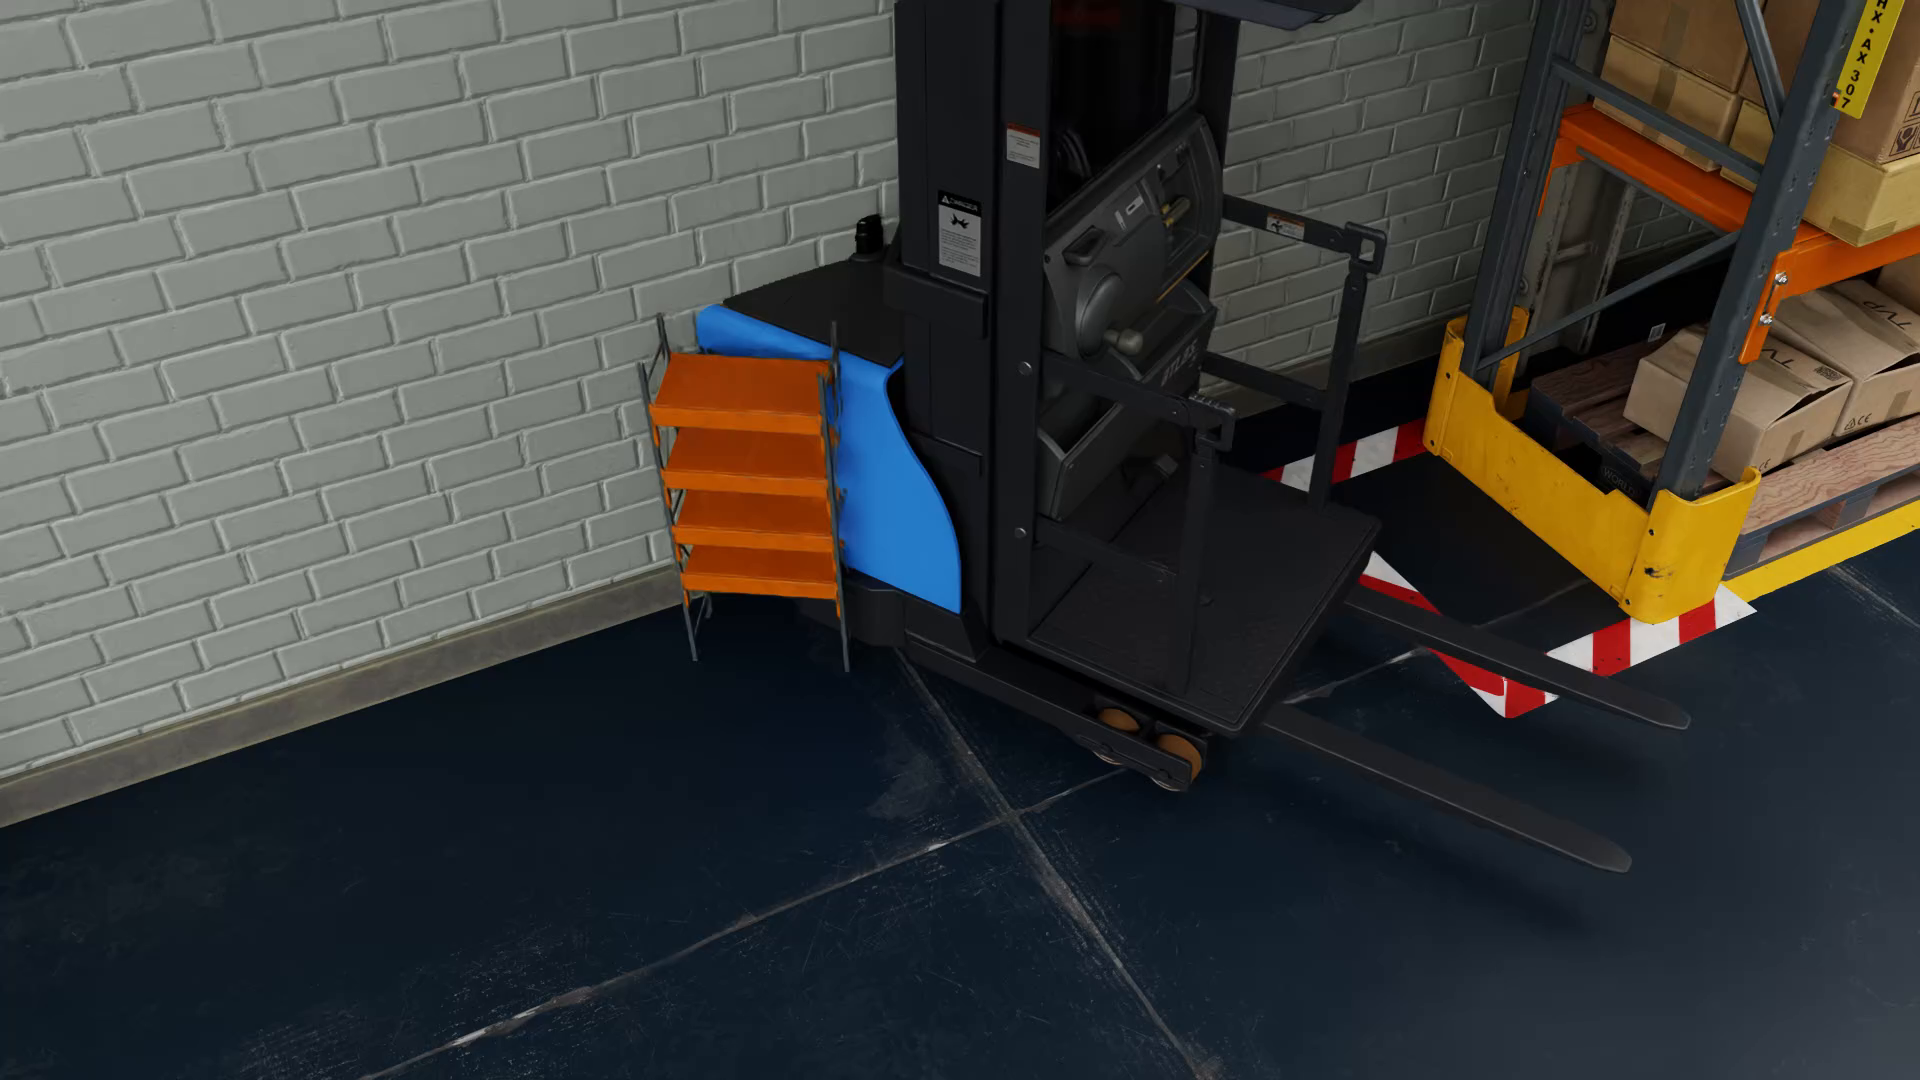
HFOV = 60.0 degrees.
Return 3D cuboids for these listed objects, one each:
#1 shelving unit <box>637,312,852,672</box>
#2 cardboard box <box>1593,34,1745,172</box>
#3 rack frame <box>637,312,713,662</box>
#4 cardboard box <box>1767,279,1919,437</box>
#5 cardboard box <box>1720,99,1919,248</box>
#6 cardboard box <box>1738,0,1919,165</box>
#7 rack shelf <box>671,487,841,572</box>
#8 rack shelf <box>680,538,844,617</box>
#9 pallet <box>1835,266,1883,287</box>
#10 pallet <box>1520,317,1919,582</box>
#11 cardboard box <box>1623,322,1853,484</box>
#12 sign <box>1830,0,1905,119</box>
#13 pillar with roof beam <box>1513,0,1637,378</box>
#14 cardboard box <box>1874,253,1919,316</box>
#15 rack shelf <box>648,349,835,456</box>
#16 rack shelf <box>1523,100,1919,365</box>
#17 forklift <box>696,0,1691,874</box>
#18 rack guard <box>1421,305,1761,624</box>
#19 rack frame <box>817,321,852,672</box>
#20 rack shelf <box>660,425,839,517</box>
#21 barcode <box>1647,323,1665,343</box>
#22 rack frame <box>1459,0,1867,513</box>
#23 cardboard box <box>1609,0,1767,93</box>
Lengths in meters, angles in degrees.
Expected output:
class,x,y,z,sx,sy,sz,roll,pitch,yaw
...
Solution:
class,x,y,z,sx,sy,sz,roll,pitch,yaw
shelving unit,-0.594,-0.108,4.933,0.503,1.200,0.258,4,45,5
cardboard box,2.373,-1.420,5.207,0.500,0.250,0.500,-18,43,-20
rack frame,-0.837,-0.123,4.952,0.015,1.200,0.240,4,45,5
cardboard box,3.209,-0.686,5.979,0.500,0.311,0.500,-15,43,-17
cardboard box,2.628,-1.133,4.868,0.500,0.250,0.500,-20,44,-22
cardboard box,2.611,-1.426,4.633,0.500,0.500,0.500,-19,44,-21
rack shelf,-0.593,-0.060,4.980,0.480,0.148,0.258,4,45,5
rack shelf,-0.591,0.081,5.120,0.480,0.148,0.258,4,45,5
pallet,3.933,-0.761,6.486,1.213,0.211,1.003,-19,44,-21
pallet,2.853,-0.400,6.059,1.213,0.211,1.003,-19,44,-21
cardboard box,2.703,-0.516,5.778,0.500,0.311,0.500,-24,46,-25
sign,2.299,-1.239,4.222,0.005,0.325,0.100,-19,44,-21
pillar with roof beam,4.258,-1.747,0.849,0.400,9.000,9.100,-19,44,-21
cardboard box,3.883,-0.949,6.143,0.500,0.500,0.700,-21,45,-23
rack shelf,-0.599,-0.386,4.655,0.480,0.148,0.258,4,45,5
rack shelf,3.822,-1.542,5.806,4.000,0.370,1.077,-19,44,-21
forklift,0.654,-0.778,4.401,3.031,2.935,1.130,22,45,24
rack guard,2.116,-0.288,5.703,0.348,0.500,1.175,-19,44,-21
rack frame,-0.351,-0.092,4.913,0.015,1.200,0.240,4,45,5
rack shelf,-0.596,-0.219,4.822,0.480,0.148,0.258,4,45,5
barcode,2.535,-0.754,6.053,0.075,0.075,0.001,-19,44,-21
rack frame,2.048,-1.219,4.869,0.127,3.000,1.000,-19,44,-21
cardboard box,2.368,-1.718,4.979,0.500,0.500,0.500,-19,44,-21
